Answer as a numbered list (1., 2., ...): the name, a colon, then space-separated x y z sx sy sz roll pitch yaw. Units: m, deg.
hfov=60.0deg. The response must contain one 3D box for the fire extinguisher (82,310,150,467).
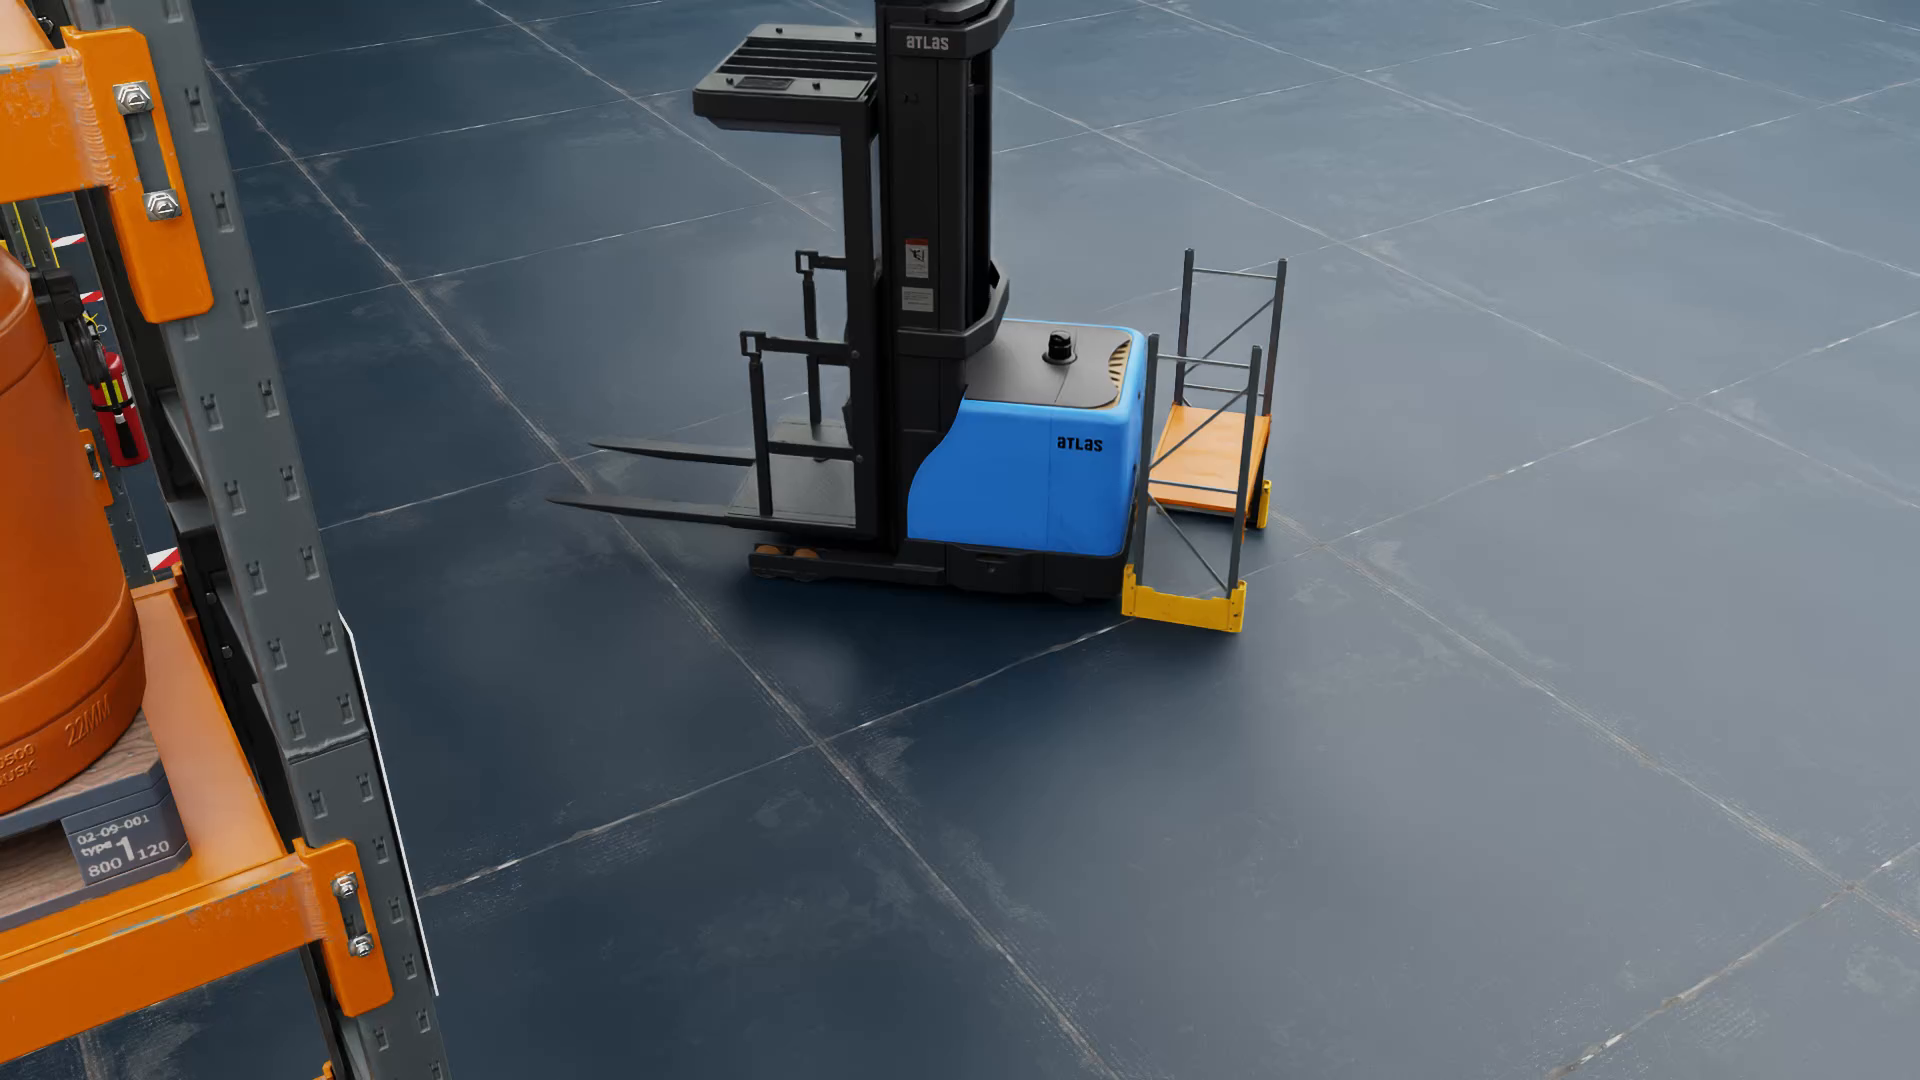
1. fire extinguisher: -3.595 -0.639 7.024 0.183 0.674 0.296 -19 37 -27

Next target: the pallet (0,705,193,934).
1. pallet: -2.005 0.382 2.698 1.213 0.211 1.003 -19 37 -27

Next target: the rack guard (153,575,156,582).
1. rack guard: -4.004 0.234 7.911 0.348 0.500 1.175 -19 37 -27

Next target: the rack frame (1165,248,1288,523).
1. rack frame: 1.356 -0.767 8.560 0.500 1.500 0.032 9 33 13

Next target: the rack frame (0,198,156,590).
1. rack frame: -3.941 -0.845 7.279 0.127 3.000 1.000 -19 37 -27

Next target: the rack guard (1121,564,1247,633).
1. rack guard: 1.082 0.283 8.067 0.587 0.250 0.087 9 33 13

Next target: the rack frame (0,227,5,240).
1. rack frame: -6.543 -3.099 10.851 0.127 3.000 1.000 -19 37 -27

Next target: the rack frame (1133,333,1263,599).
1. rack frame: 1.082 -0.245 7.732 0.500 1.500 0.032 9 33 13

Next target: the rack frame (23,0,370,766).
1. rack frame: -1.257 -1.162 2.157 0.127 3.000 1.000 -19 37 -27

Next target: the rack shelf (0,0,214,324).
1. rack shelf: -2.938 -0.110 1.539 4.000 0.370 1.077 -19 37 -27

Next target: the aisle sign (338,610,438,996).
1. aisle sign: -1.036 0.388 2.886 0.004 0.787 0.394 -19 37 -27

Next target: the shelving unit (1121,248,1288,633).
1. shelving unit: 1.217 -0.501 8.139 0.587 1.500 1.083 9 33 13

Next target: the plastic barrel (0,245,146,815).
1. plastic barrel: -1.597 -0.055 2.418 0.708 0.830 0.600 -19 37 -27

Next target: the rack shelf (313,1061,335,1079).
1. rack shelf: -2.938 2.258 3.033 4.000 0.370 1.077 -19 37 -27

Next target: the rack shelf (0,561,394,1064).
1. rack shelf: -2.938 0.989 2.233 4.000 0.370 1.077 -19 37 -27

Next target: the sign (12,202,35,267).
1. sign: -3.657 -1.214 6.482 0.005 0.325 0.100 -19 37 -27

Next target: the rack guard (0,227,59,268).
1. rack guard: -6.523 -2.049 11.529 0.348 0.500 1.175 -19 37 -27

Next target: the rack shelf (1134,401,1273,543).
1. rack shelf: 1.219 -0.354 8.242 0.538 0.185 1.000 9 33 13

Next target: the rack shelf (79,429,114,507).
1. rack shelf: -5.622 0.037 6.554 4.000 0.370 1.077 -19 37 -27

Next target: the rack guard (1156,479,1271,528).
1. rack guard: 1.351 -0.229 8.878 0.587 0.250 0.087 9 33 13

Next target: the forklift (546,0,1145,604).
1. forklift: -0.615 -1.298 8.060 3.031 2.935 1.130 5 33 9

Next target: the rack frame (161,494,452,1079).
1. rack frame: -1.257 1.376 3.758 0.127 3.000 1.000 -19 37 -27
